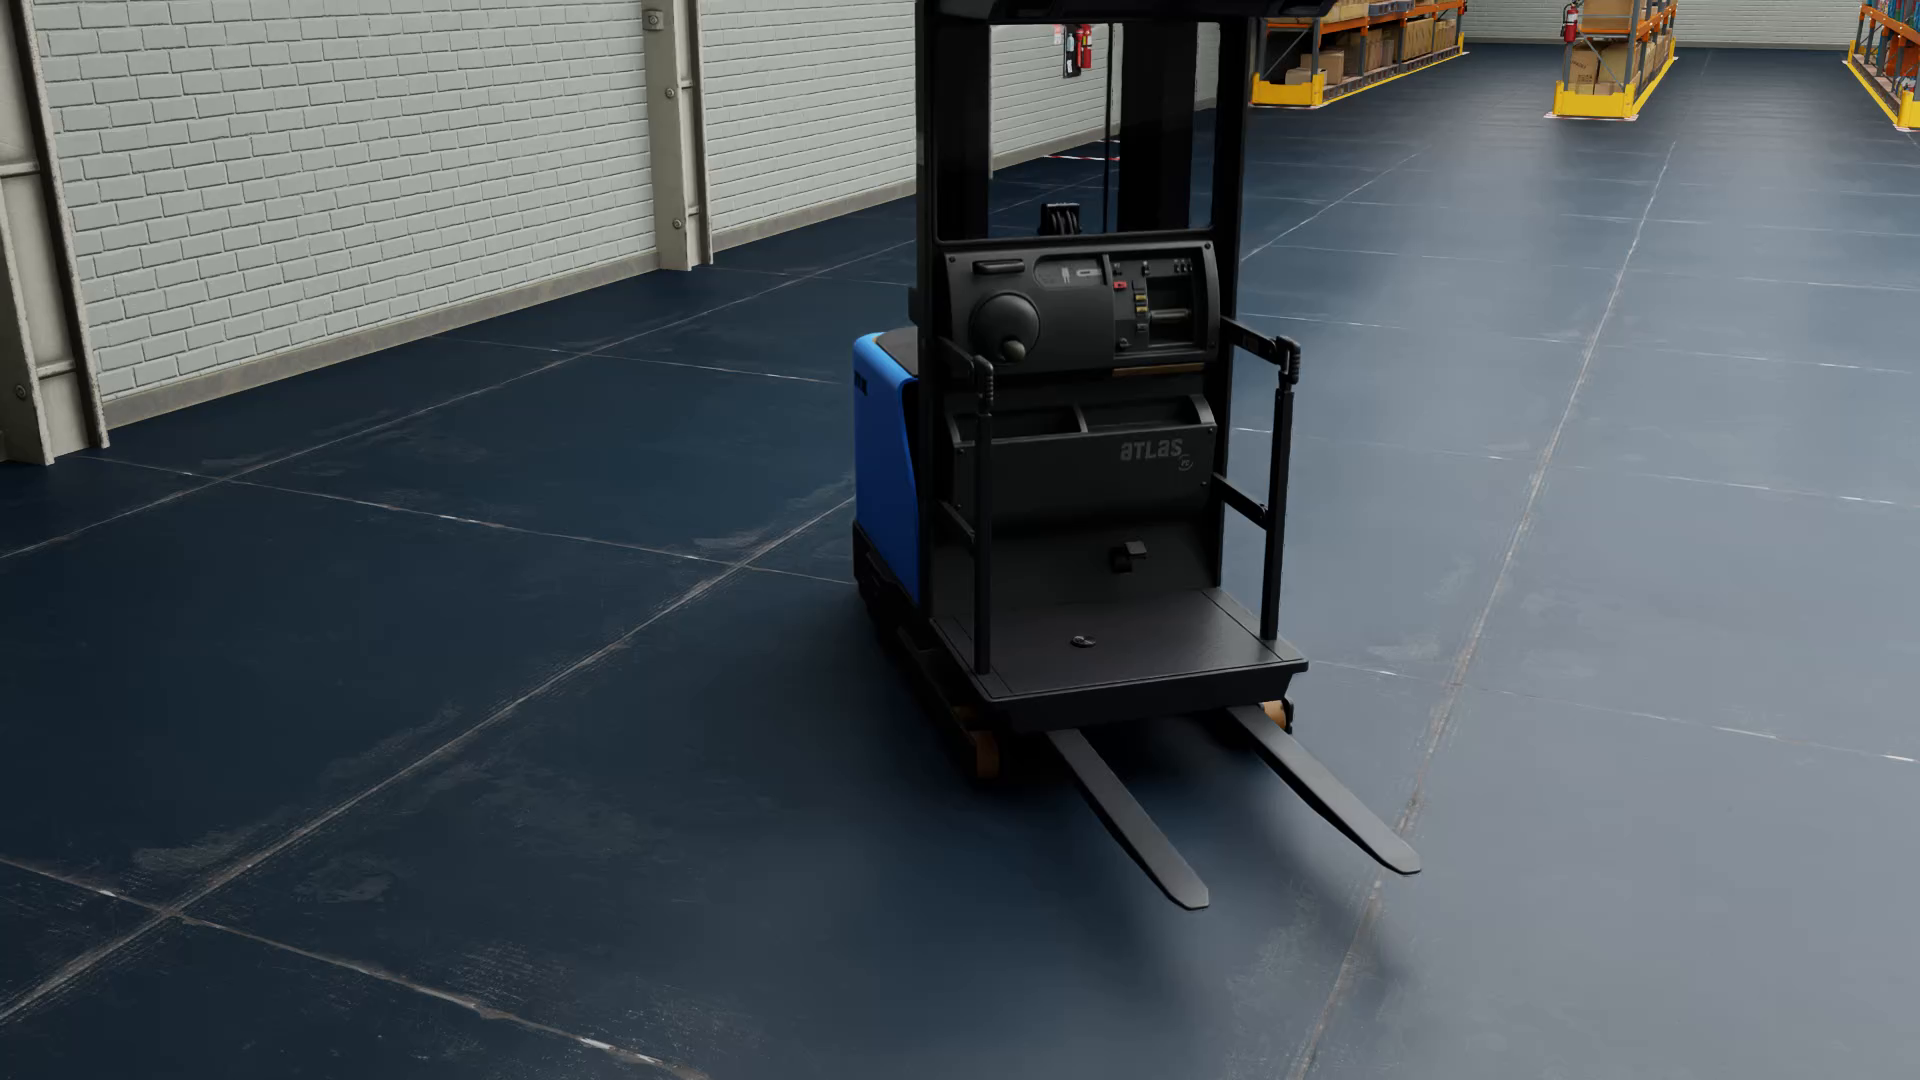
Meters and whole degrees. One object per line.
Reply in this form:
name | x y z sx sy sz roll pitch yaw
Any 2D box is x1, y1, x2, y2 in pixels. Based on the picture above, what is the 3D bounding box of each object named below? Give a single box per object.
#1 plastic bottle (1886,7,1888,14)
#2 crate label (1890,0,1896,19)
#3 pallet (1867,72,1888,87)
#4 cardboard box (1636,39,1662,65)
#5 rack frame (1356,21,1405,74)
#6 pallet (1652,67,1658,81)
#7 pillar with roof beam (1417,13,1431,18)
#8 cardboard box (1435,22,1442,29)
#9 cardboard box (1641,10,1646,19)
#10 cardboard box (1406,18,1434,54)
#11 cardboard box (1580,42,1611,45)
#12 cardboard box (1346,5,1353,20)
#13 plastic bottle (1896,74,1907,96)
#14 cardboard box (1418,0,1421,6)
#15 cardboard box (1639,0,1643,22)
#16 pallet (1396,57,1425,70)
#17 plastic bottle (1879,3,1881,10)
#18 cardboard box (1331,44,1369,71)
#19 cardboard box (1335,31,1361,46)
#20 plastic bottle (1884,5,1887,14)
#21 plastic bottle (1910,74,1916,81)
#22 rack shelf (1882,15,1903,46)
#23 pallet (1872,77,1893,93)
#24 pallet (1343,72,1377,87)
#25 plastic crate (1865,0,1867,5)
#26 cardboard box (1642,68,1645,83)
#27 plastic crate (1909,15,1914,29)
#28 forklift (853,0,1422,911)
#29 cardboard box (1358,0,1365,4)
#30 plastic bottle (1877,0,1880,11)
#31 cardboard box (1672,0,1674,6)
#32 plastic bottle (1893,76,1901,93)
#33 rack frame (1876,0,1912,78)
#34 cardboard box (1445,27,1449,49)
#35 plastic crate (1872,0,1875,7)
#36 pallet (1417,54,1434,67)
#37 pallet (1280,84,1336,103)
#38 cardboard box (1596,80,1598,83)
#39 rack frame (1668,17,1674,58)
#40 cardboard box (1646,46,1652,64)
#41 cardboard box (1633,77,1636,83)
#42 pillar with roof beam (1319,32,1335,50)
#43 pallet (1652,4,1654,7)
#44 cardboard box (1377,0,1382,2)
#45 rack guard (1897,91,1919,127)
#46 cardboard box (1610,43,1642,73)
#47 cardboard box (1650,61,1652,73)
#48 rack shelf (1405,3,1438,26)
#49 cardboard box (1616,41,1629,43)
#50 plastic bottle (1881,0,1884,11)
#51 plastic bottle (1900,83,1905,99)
plastic bottle | 17.861 -10.189 31.940 0.097 0.201 0.097 0 20 0
crate label | 17.233 -9.718 30.264 0.502 0.435 0.616 9 21 23
pallet | 18.171 -8.900 32.181 1.003 0.211 1.213 9 21 23
cardboard box | 14.235 -10.091 34.442 0.500 0.500 0.500 8 21 22
rack frame | 8.848 -11.327 34.842 1.000 3.000 0.127 9 21 23
pallet | 13.709 -9.558 34.029 1.003 0.211 1.213 9 21 23
pillar with roof beam | 16.368 -16.952 41.707 9.100 9.000 0.400 9 21 23
cardboard box | 11.193 -12.170 39.347 0.380 0.149 0.250 9 22 25
cardboard box | 12.280 -9.550 30.221 0.380 0.149 0.250 9 21 23
cardboard box | 10.339 -11.518 37.961 0.750 0.750 0.750 9 21 23
cardboard box | 11.058 -8.429 29.050 0.500 0.500 0.500 9 21 23
cardboard box | 6.684 -9.396 29.605 0.500 0.250 0.500 9 21 23
plastic bottle | 15.462 -7.456 27.256 0.144 0.351 0.185 8 21 20
cardboard box | 9.927 -11.837 36.620 0.380 0.149 0.250 9 22 24
cardboard box | 11.555 -9.336 29.095 0.700 0.500 0.500 8 21 21
pallet | 9.741 -10.615 37.003 1.003 0.211 1.213 9 21 23
plastic bottle | 18.725 -10.834 33.753 0.097 0.201 0.097 0 20 0
cardboard box | 7.662 -9.526 32.852 0.700 0.500 0.500 8 21 22
cardboard box | 7.674 -9.849 32.642 0.500 0.250 0.500 8 21 22
plastic bottle | 18.061 -10.338 32.358 0.097 0.201 0.097 0 20 0
plastic bottle | 15.671 -7.494 27.362 0.144 0.351 0.185 9 21 23
rack shelf | 17.067 -9.017 29.421 1.077 0.370 4.000 9 21 23
pallet | 17.534 -8.422 30.836 1.003 0.211 1.213 9 21 23
pallet | 7.528 -9.029 32.541 1.003 0.211 1.213 9 21 23
plastic crate | 20.276 -11.993 37.018 0.250 0.136 0.298 9 21 23
cardboard box | 12.122 -8.417 30.137 0.500 0.250 0.500 8 21 21
plastic crate | 15.435 -8.269 26.559 0.450 0.188 0.662 9 21 23
forklift | 0.468 -0.759 5.229 1.130 2.935 3.031 -6 20 -15
cardboard box | 7.100 -10.056 30.343 0.500 0.500 0.500 8 21 22
plastic bottle | 18.930 -11.041 34.212 0.061 0.283 0.133 9 21 23
cardboard box | 15.671 -12.194 37.130 0.500 0.500 0.500 9 21 24
plastic bottle | 15.718 -7.629 27.860 0.097 0.271 0.097 0 20 0
rack frame | 17.886 -9.968 31.020 1.000 3.000 0.127 9 21 23
cardboard box | 11.519 -12.258 40.564 0.700 0.500 0.500 8 21 21
plastic crate | 19.404 -11.401 34.984 0.392 0.384 0.575 9 21 23
pallet | 10.239 -10.990 38.055 1.003 0.211 1.213 9 21 23
pallet | 5.968 -7.834 29.183 1.003 0.211 1.213 9 21 23
cardboard box | 10.237 -7.464 27.457 0.500 0.250 0.500 9 21 23
rack frame | 16.645 -13.094 39.811 1.000 3.000 0.127 9 21 23
cardboard box | 12.756 -9.154 31.373 0.500 0.311 0.500 9 22 24
cardboard box | 11.131 -7.697 28.112 0.500 0.250 0.500 9 21 23
pillar with roof beam | 11.454 -13.284 31.392 9.100 9.000 0.400 9 21 23
pallet | 14.580 -11.551 35.760 1.003 0.211 1.213 9 21 23
cardboard box | 7.926 -10.885 32.793 0.700 0.500 0.500 12 23 30
rack guard | 14.599 -6.374 24.646 1.175 0.500 0.348 9 21 23
cardboard box | 11.525 -8.358 28.852 0.500 0.500 0.500 9 21 23
cardboard box | 13.168 -9.198 32.334 0.500 0.250 0.500 8 21 22
rack shelf | 9.667 -11.599 36.682 1.077 0.370 4.000 9 21 23
cardboard box | 13.538 -9.996 34.174 0.500 0.500 0.500 9 22 25
plastic bottle | 18.513 -10.689 33.233 0.152 0.276 0.135 9 21 23
plastic bottle | 15.148 -7.183 26.599 0.152 0.276 0.135 8 21 21
